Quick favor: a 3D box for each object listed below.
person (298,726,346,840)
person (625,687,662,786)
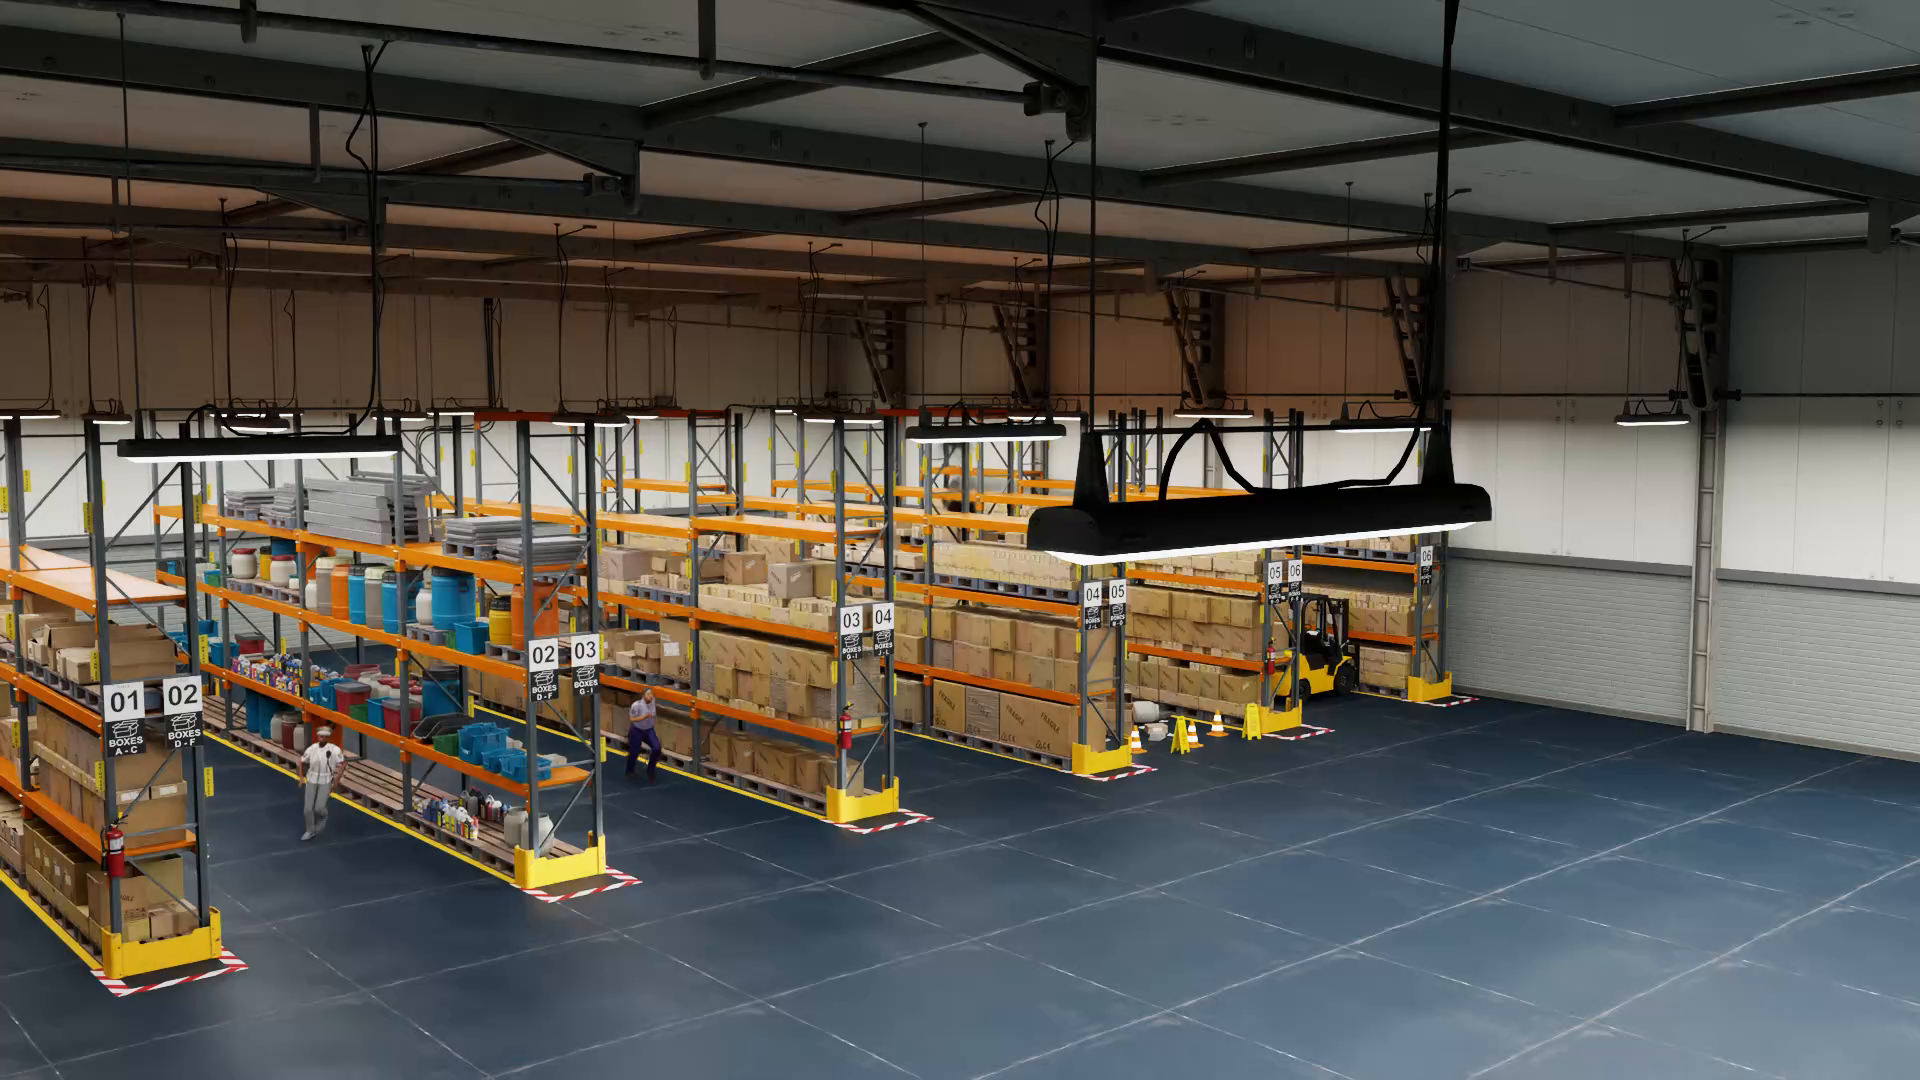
[{"bbox_3d":[-9.076,3.456,23.607,0.629,1.614,0.480,0,5,-4],"label":"person"},{"bbox_3d":[-5.165,3.160,26.982,0.593,1.625,0.893,-4,6,-38],"label":"person"}]
